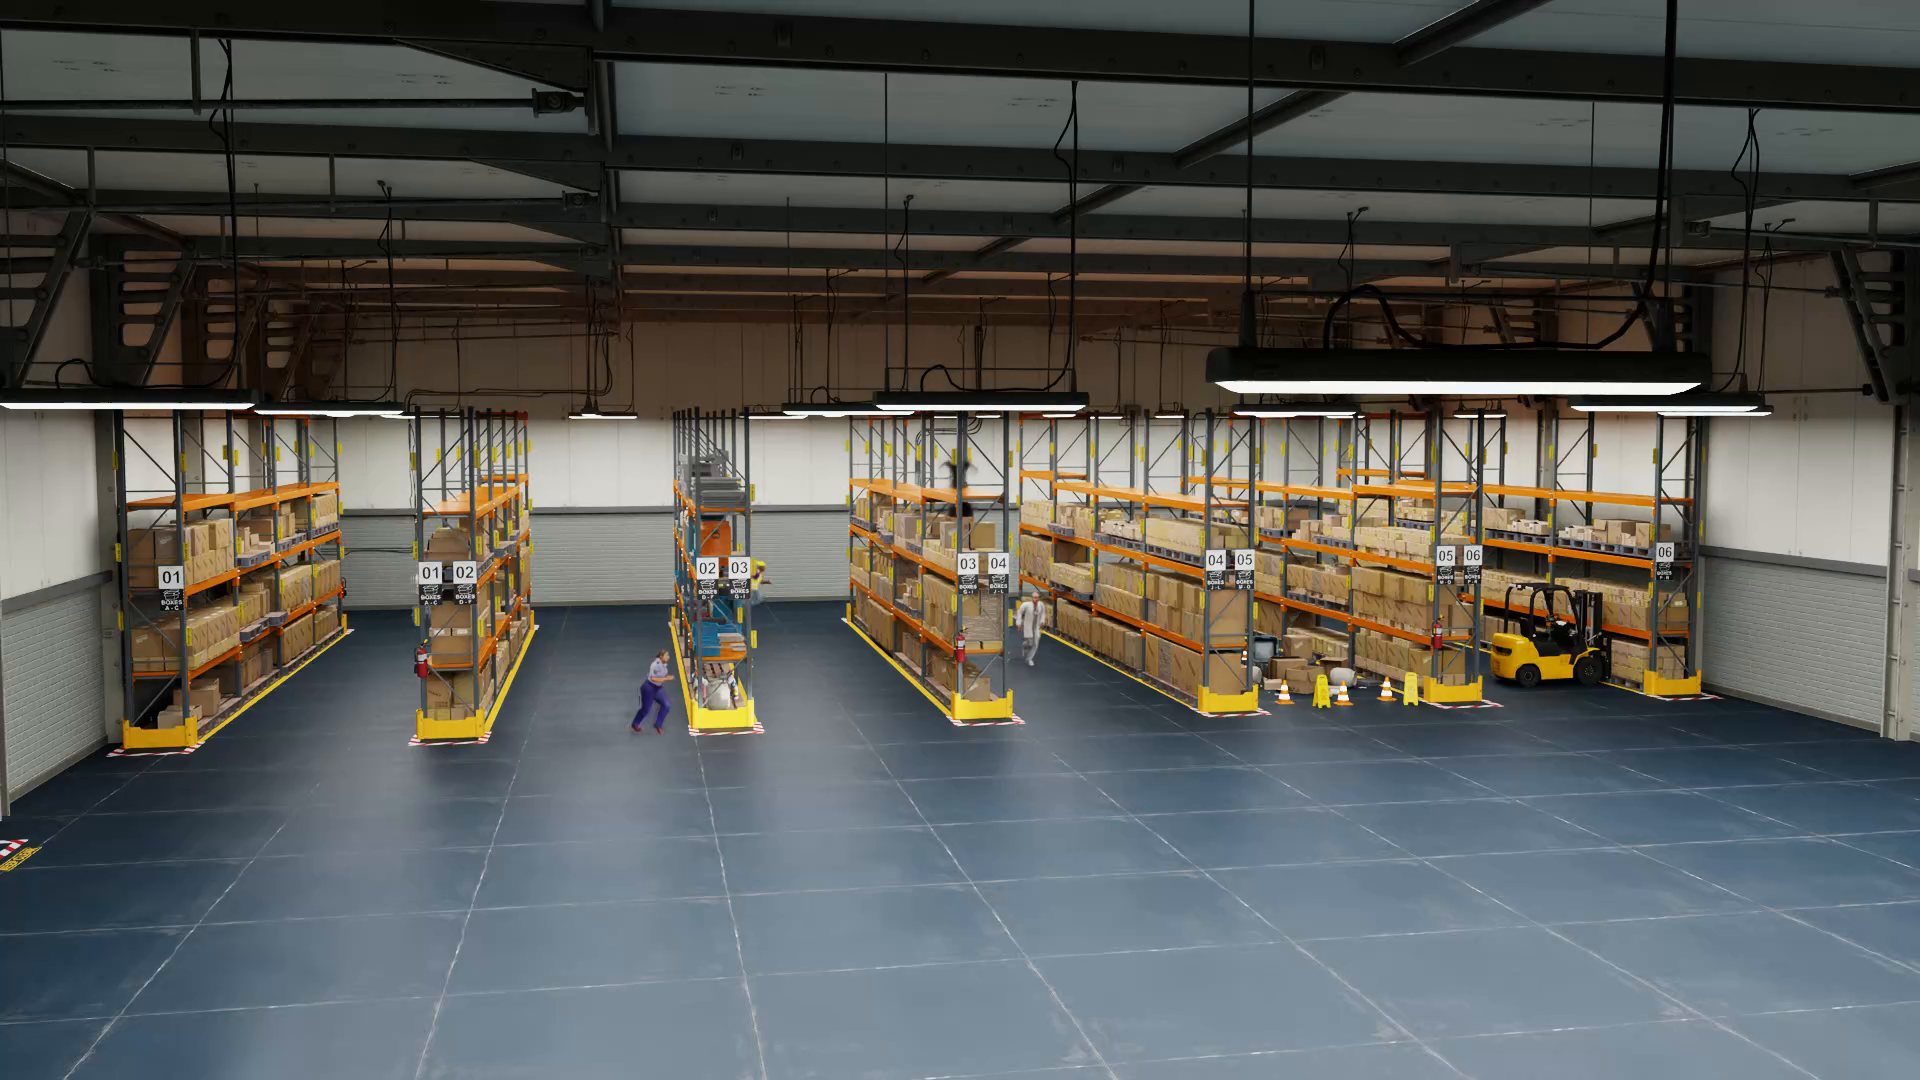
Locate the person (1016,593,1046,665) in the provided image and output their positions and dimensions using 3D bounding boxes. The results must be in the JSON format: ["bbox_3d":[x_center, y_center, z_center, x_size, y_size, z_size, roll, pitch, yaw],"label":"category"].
[{"bbox_3d":[1.672,2.106,39.286,0.707,1.662,0.714,-2,5,-27],"label":"person"}]

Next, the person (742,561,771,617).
[{"bbox_3d":[-5.966,1.440,48.664,0.887,1.630,0.735,0,4,1],"label":"person"}]

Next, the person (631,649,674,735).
[{"bbox_3d":[-5.619,2.798,30.456,0.900,1.649,0.624,1,4,19],"label":"person"}]
